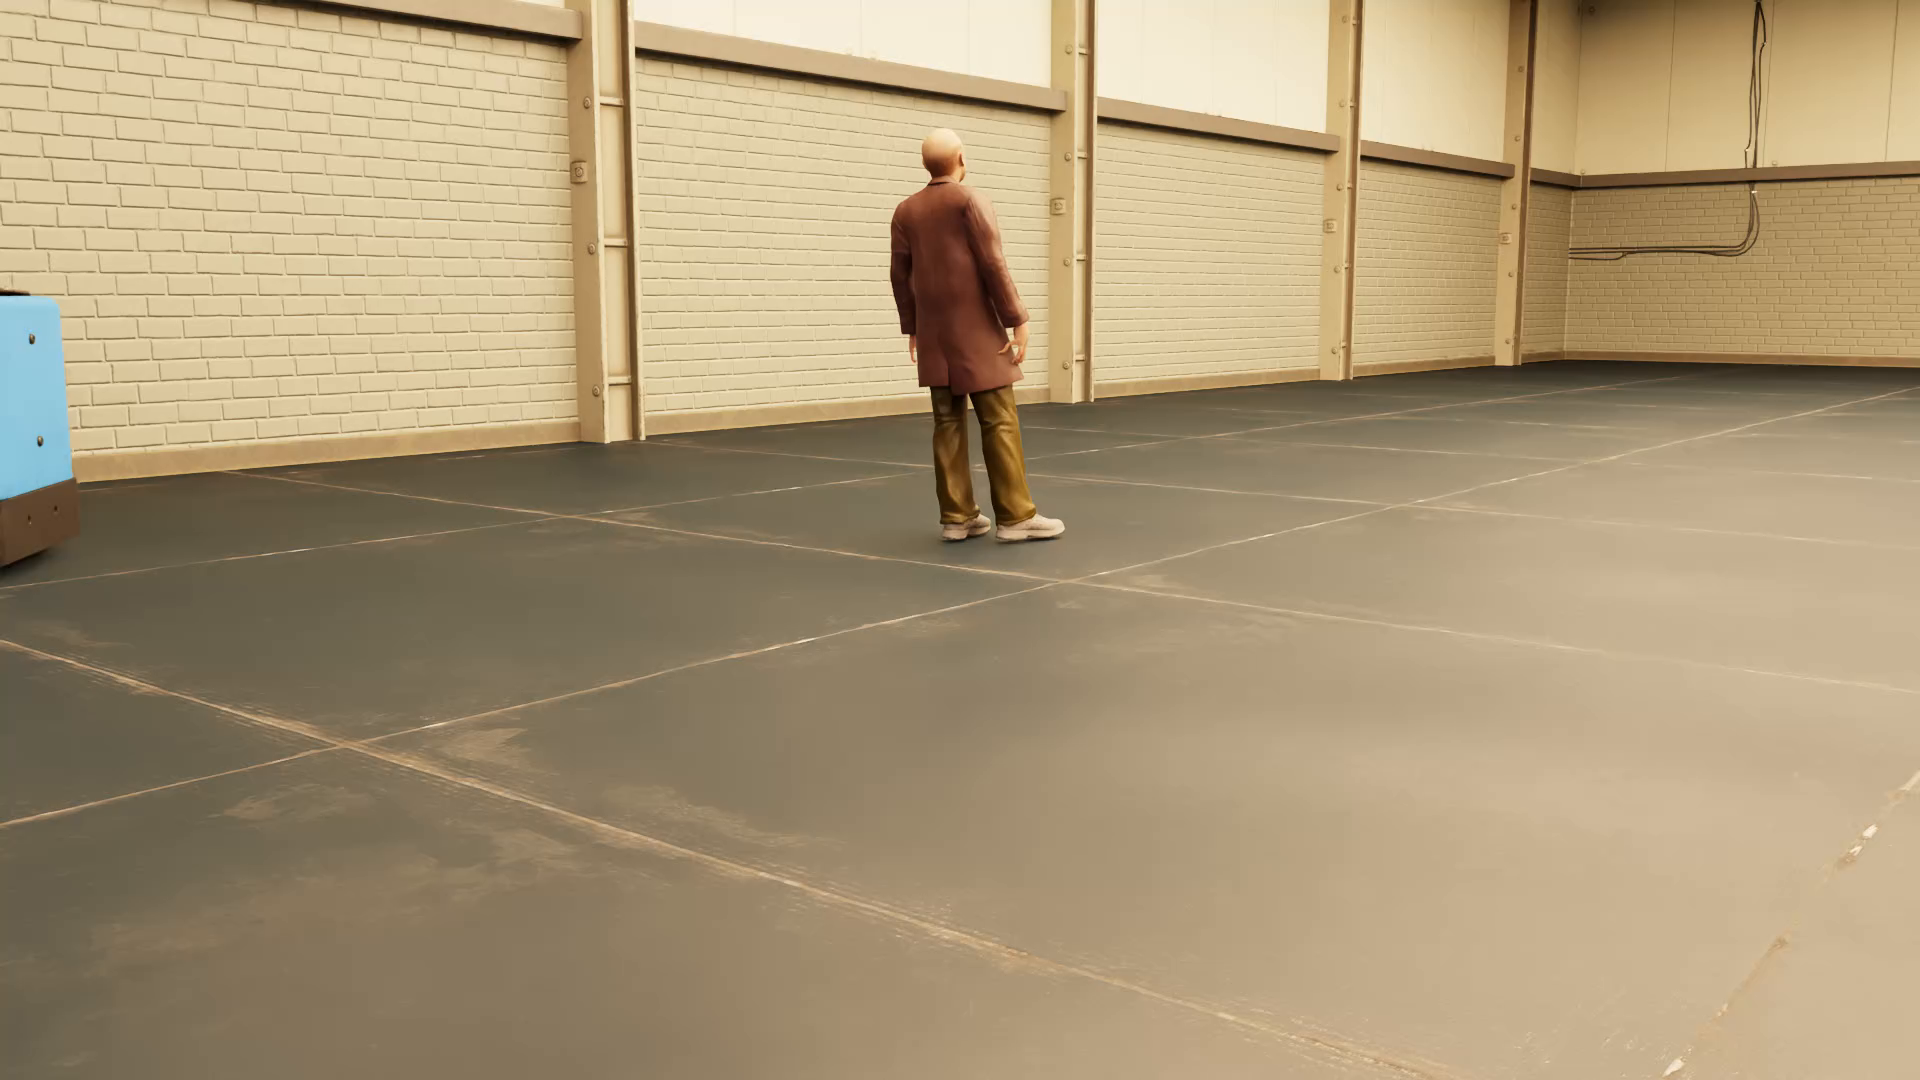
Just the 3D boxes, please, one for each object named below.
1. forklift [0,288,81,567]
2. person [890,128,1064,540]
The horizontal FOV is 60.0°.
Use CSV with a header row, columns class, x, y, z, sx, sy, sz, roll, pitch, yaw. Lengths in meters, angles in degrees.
class,x,y,z,sx,sy,sz,roll,pitch,yaw
forklift,-5.154,-1.303,6.185,3.031,2.935,1.130,-2,8,-11
person,0.061,-0.897,7.344,0.696,1.778,0.579,7,11,38
